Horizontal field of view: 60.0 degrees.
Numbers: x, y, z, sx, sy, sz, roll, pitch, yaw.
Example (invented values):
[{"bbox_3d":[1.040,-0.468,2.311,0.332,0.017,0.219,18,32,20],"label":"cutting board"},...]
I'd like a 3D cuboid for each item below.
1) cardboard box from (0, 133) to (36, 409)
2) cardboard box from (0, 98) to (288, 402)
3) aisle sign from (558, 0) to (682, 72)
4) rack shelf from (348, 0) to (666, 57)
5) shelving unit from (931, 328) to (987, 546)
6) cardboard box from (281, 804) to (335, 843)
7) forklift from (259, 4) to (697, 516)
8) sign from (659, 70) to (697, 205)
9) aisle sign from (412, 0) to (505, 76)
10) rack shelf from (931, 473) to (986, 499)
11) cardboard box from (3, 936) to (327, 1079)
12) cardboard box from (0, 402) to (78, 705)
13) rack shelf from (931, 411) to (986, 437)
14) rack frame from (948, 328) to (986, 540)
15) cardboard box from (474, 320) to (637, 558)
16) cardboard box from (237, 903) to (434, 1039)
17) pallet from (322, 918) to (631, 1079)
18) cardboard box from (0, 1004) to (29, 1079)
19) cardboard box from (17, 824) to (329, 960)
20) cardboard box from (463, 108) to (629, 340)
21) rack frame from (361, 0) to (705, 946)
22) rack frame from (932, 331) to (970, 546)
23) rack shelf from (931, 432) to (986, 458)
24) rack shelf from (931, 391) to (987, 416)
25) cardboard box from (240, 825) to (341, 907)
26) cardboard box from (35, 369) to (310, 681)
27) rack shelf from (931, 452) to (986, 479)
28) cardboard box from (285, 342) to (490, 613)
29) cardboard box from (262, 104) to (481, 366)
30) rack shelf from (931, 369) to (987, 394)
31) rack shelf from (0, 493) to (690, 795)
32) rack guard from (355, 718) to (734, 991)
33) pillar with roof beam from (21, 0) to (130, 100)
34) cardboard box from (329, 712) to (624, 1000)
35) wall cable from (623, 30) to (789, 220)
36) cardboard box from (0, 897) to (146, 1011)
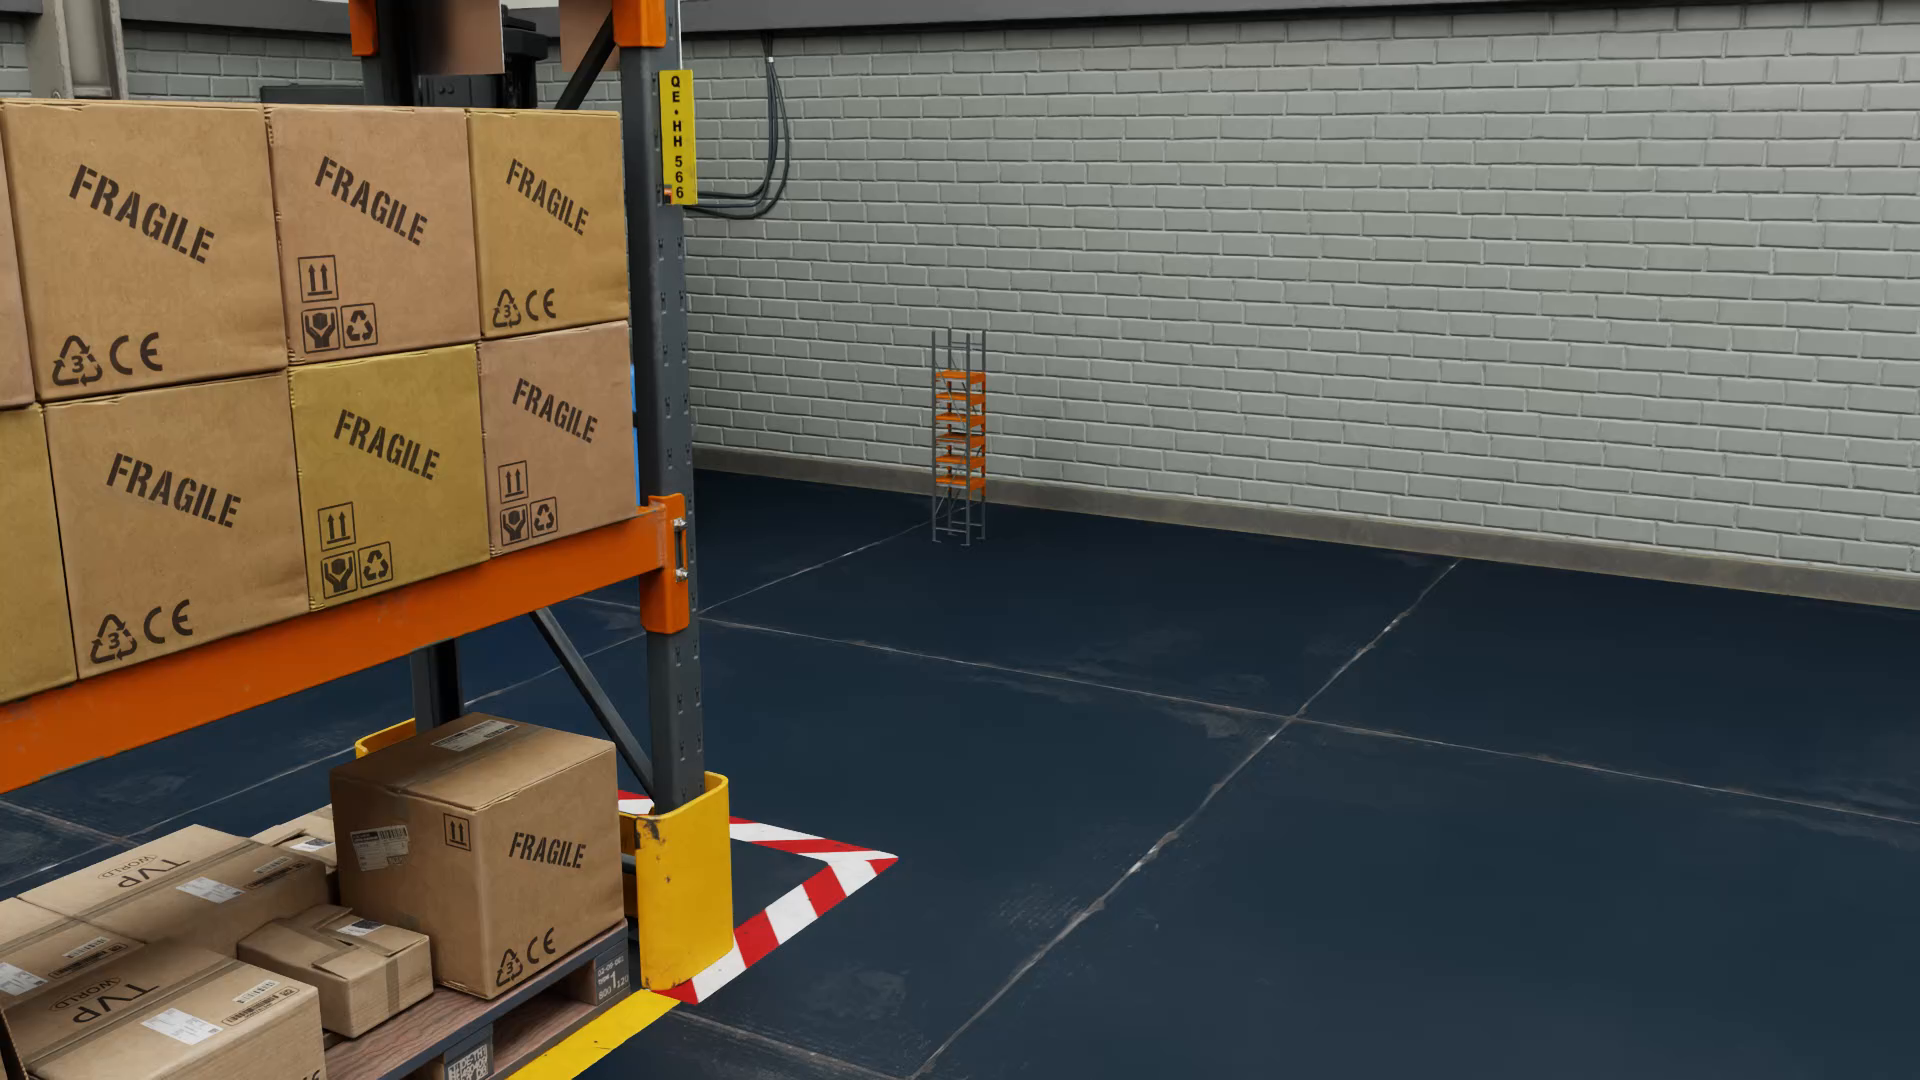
[{"bbox_3d":[-1.891,-0.450,2.652,0.500,0.500,0.500,8,16,30],"label":"cardboard box"},{"bbox_3d":[-1.643,-0.555,3.089,0.500,0.500,0.500,8,16,30],"label":"cardboard box"},{"bbox_3d":[-0.877,-1.597,4.209,0.394,0.787,0.004,7,15,28],"label":"aisle sign"},{"bbox_3d":[-2.145,-1.052,2.630,1.077,0.370,4.000,7,15,28],"label":"rack shelf"},{"bbox_3d":[-0.007,-0.580,9.381,0.258,1.200,0.189,7,15,28],"label":"shelving unit"},{"bbox_3d":[-1.682,0.866,4.687,0.380,0.149,0.250,7,15,28],"label":"cardboard box"},{"bbox_3d":[-3.089,-1.422,9.179,3.031,2.935,1.130,1,14,2],"label":"forklift"},{"bbox_3d":[-0.702,-1.003,4.149,0.100,0.325,0.005,7,15,28],"label":"sign"},{"bbox_3d":[-1.403,-1.664,4.491,0.394,0.787,0.004,7,15,28],"label":"aisle sign"},{"bbox_3d":[-0.007,-0.304,9.447,0.258,0.103,0.180,7,15,28],"label":"rack shelf"},{"bbox_3d":[-1.711,1.100,3.497,0.500,0.250,0.500,7,15,28],"label":"cardboard box"},{"bbox_3d":[-1.894,0.033,2.785,0.500,0.500,0.500,7,15,27],"label":"cardboard box"},{"bbox_3d":[-0.007,-0.654,9.363,0.258,0.103,0.180,7,15,28],"label":"rack shelf"},{"bbox_3d":[0.037,-0.599,9.458,0.240,1.200,0.006,7,15,28],"label":"rack frame"},{"bbox_3d":[-1.157,-0.279,4.079,0.500,0.500,0.500,8,16,30],"label":"cardboard box"},{"bbox_3d":[-1.500,1.022,3.999,0.380,0.166,0.250,7,15,28],"label":"cardboard box"},{"bbox_3d":[-1.600,1.182,4.183,1.003,0.211,1.213,7,15,28],"label":"pallet"},{"bbox_3d":[-2.209,1.081,3.038,0.797,0.503,0.637,7,15,28],"label":"cardboard box"},{"bbox_3d":[-1.932,0.951,4.115,0.500,0.250,0.500,7,15,28],"label":"cardboard box"},{"bbox_3d":[-1.153,-0.766,3.962,0.500,0.500,0.500,7,15,28],"label":"cardboard box"},{"bbox_3d":[-1.179,-0.353,4.599,1.000,3.000,0.127,7,15,28],"label":"rack frame"},{"bbox_3d":[-0.051,-0.562,9.303,0.240,1.200,0.006,7,15,28],"label":"rack frame"},{"bbox_3d":[-0.007,-0.537,9.391,0.258,0.103,0.180,7,15,28],"label":"rack shelf"},{"bbox_3d":[-0.007,-0.770,9.335,0.258,0.103,0.180,7,15,28],"label":"rack shelf"},{"bbox_3d":[-1.803,0.908,4.472,0.380,0.166,0.250,7,15,28],"label":"cardboard box"},{"bbox_3d":[-1.651,-0.071,3.213,0.500,0.500,0.500,8,15,28],"label":"cardboard box"},{"bbox_3d":[-0.007,-0.420,9.419,0.258,0.103,0.180,7,15,28],"label":"rack shelf"},{"bbox_3d":[-1.405,-0.172,3.635,0.500,0.500,0.500,8,15,29],"label":"cardboard box"},{"bbox_3d":[-1.397,-0.662,3.532,0.500,0.500,0.500,8,16,30],"label":"cardboard box"},{"bbox_3d":[-0.007,-0.887,9.307,0.258,0.103,0.180,7,15,28],"label":"rack shelf"},{"bbox_3d":[-2.145,0.407,2.982,1.077,0.370,4.000,7,15,28],"label":"rack shelf"},{"bbox_3d":[-1.215,0.877,4.828,1.175,0.500,0.348,7,15,28],"label":"rack guard"},{"bbox_3d":[-1.200,-3.995,6.902,9.100,9.000,0.400,7,15,28],"label":"pillar with roof beam"},{"bbox_3d":[-1.226,0.787,4.262,0.500,0.500,0.500,7,15,28],"label":"cardboard box"},{"bbox_3d":[-2.470,-3.441,11.230,3.097,2.526,0.112,7,15,28],"label":"wall cable"},{"bbox_3d":[-2.173,1.054,3.690,0.500,0.250,0.500,7,15,28],"label":"cardboard box"}]
